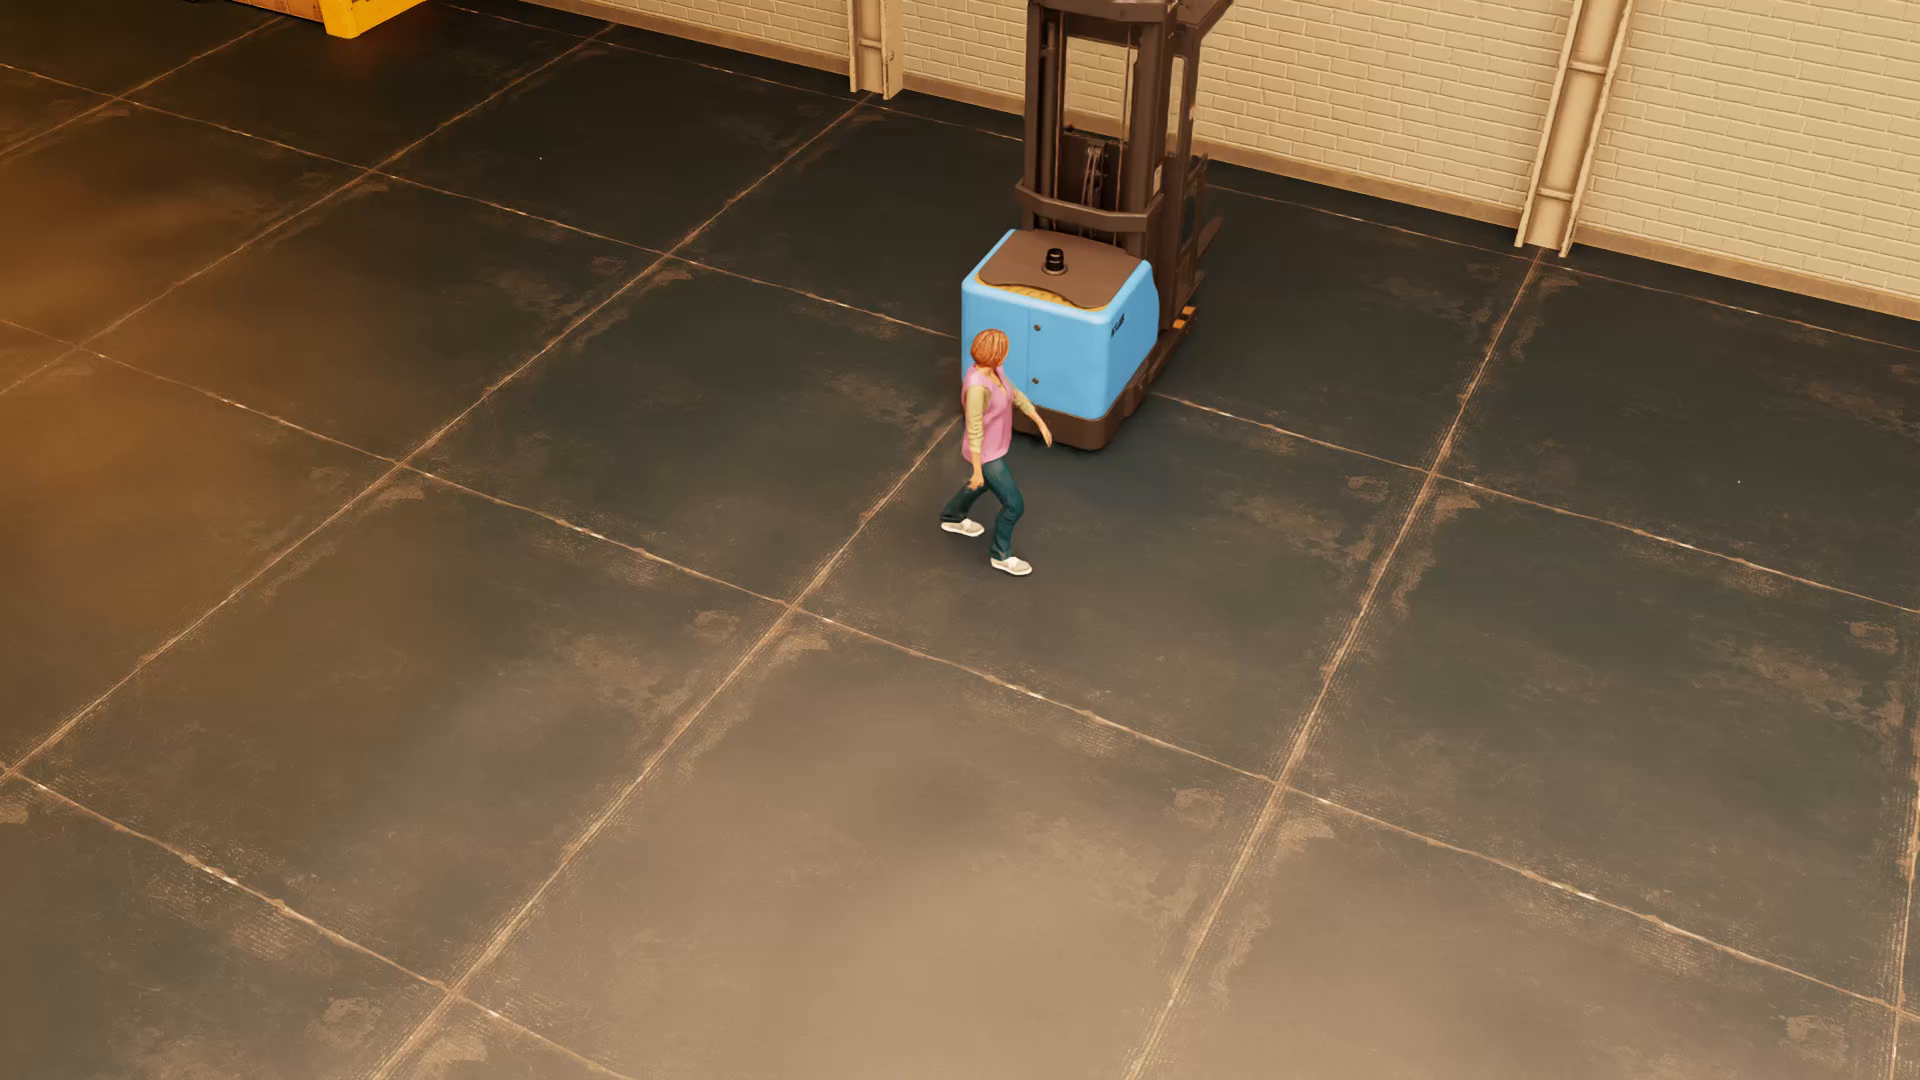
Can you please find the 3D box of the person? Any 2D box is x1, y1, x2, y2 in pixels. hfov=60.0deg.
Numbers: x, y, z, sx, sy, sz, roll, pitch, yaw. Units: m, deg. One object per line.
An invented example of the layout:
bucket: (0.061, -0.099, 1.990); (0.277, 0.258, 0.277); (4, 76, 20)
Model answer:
person: (0.179, -0.515, 9.696); (0.686, 1.522, 0.536); (6, 40, 7)

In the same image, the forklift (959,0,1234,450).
forklift: (1.085, -2.654, 11.137); (1.130, 2.935, 3.031); (17, 43, 19)
